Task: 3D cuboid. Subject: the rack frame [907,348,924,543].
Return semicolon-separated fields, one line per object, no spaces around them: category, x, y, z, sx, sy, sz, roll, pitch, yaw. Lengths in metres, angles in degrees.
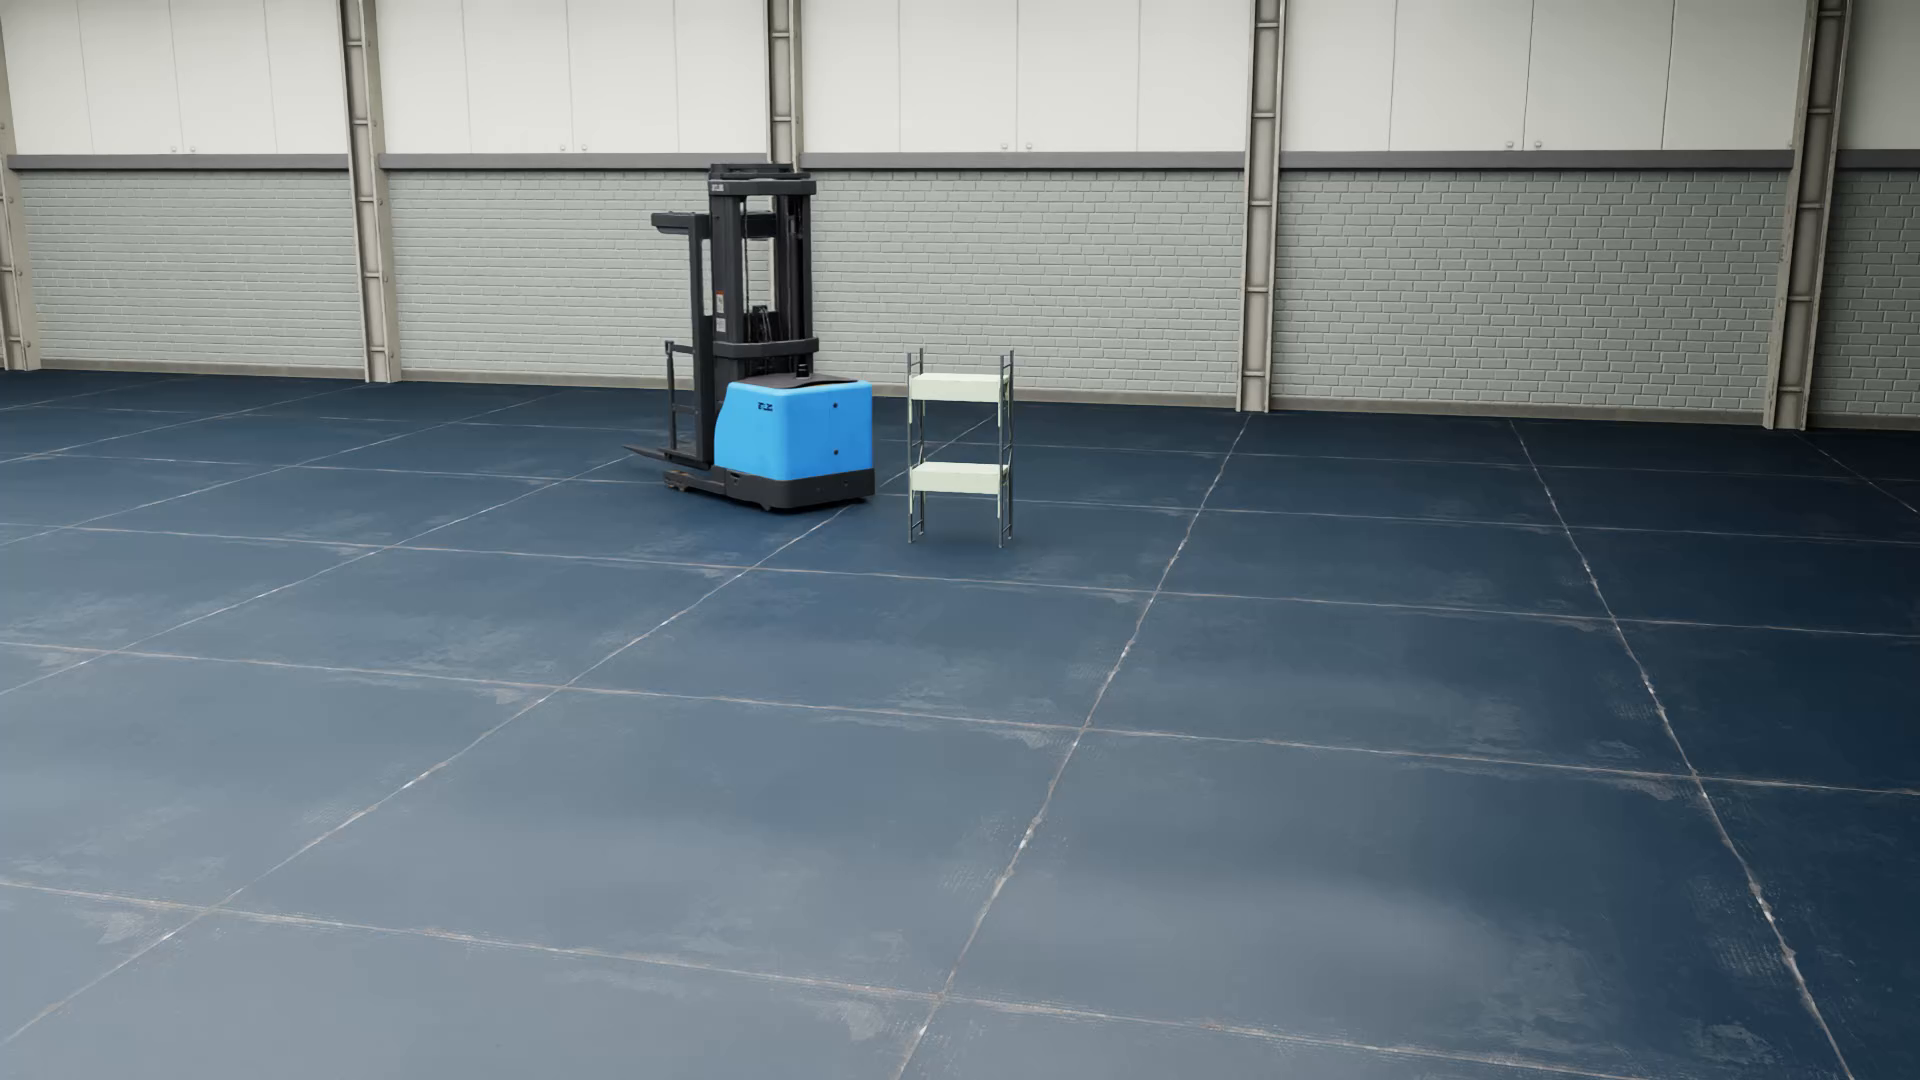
rack frame;-0.349;-0.751;13.155;0.023;1.500;0.400;3;13;14

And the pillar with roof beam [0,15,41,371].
pillar with roof beam;-14.905;-6.019;19.589;0.400;9.000;9.100;3;13;14

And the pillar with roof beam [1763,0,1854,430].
pillar with roof beam;8.396;-4.774;13.975;0.400;9.000;9.100;3;13;14

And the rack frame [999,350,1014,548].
rack frame;0.362;-0.713;12.984;0.023;1.500;0.400;3;13;14

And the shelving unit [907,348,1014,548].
shelving unit;0.006;-0.732;13.070;0.755;1.500;0.431;3;13;14

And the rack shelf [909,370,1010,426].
rack shelf;0.006;-1.113;12.985;0.720;0.370;0.431;3;13;14

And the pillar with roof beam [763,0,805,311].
pillar with roof beam;-3.255;-5.397;16.782;0.400;9.000;9.100;3;13;14

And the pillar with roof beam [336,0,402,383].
pillar with roof beam;-9.080;-5.708;18.186;0.400;9.000;9.100;3;13;14

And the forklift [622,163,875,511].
forklift;-2.095;-1.942;15.220;1.130;2.935;3.031;-11;16;-39

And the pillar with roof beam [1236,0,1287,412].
pillar with roof beam;2.570;-5.085;15.379;0.400;9.000;9.100;3;13;14

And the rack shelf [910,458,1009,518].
rack shelf;0.006;-0.414;13.140;0.720;0.370;0.431;3;13;14
